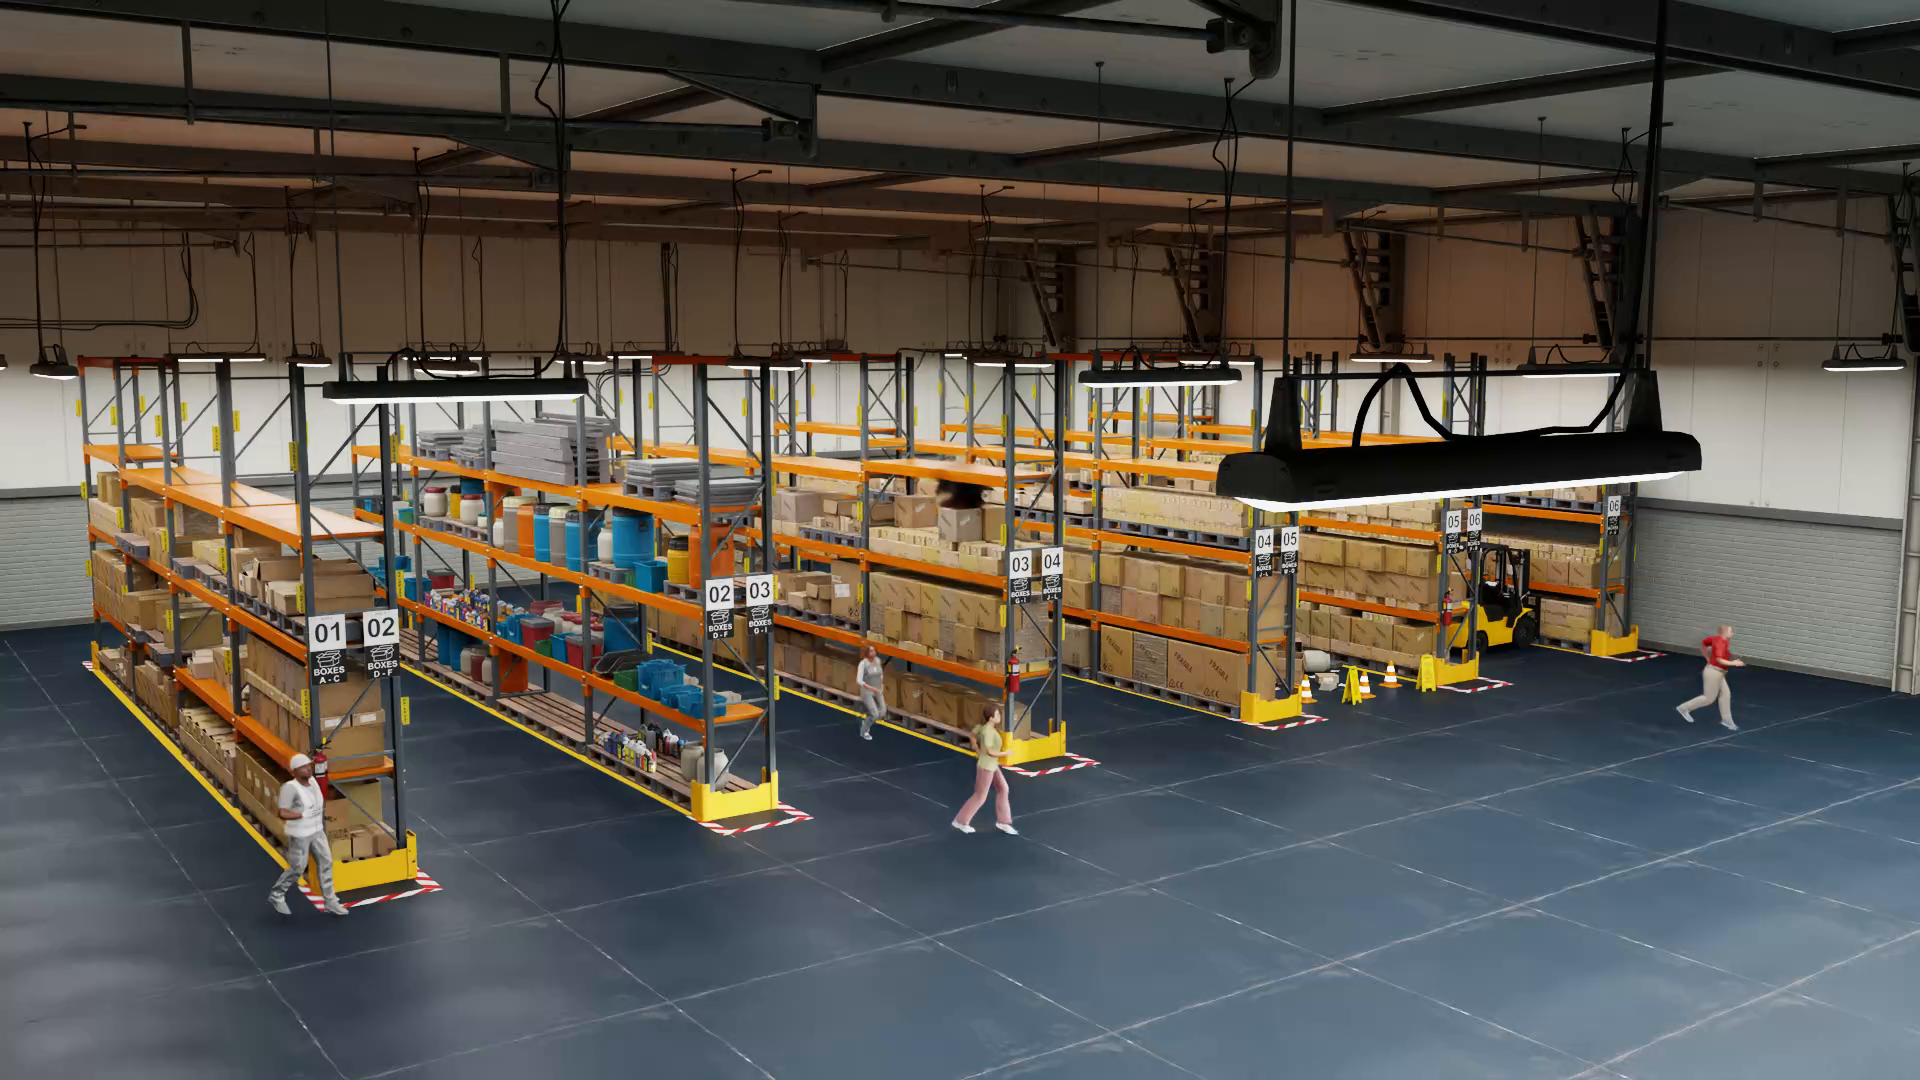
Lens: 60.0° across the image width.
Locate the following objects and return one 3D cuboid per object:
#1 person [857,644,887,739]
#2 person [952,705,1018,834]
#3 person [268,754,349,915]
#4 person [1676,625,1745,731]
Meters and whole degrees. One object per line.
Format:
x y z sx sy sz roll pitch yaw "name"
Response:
-1.310 2.288 25.072 0.560 1.478 0.567 -5 9 -38 "person"
0.318 2.947 21.189 0.848 1.709 0.536 0 7 0 "person"
-7.169 3.230 18.175 0.866 1.813 0.656 2 7 13 "person"
12.213 2.231 27.046 0.997 1.749 0.695 2 7 17 "person"
